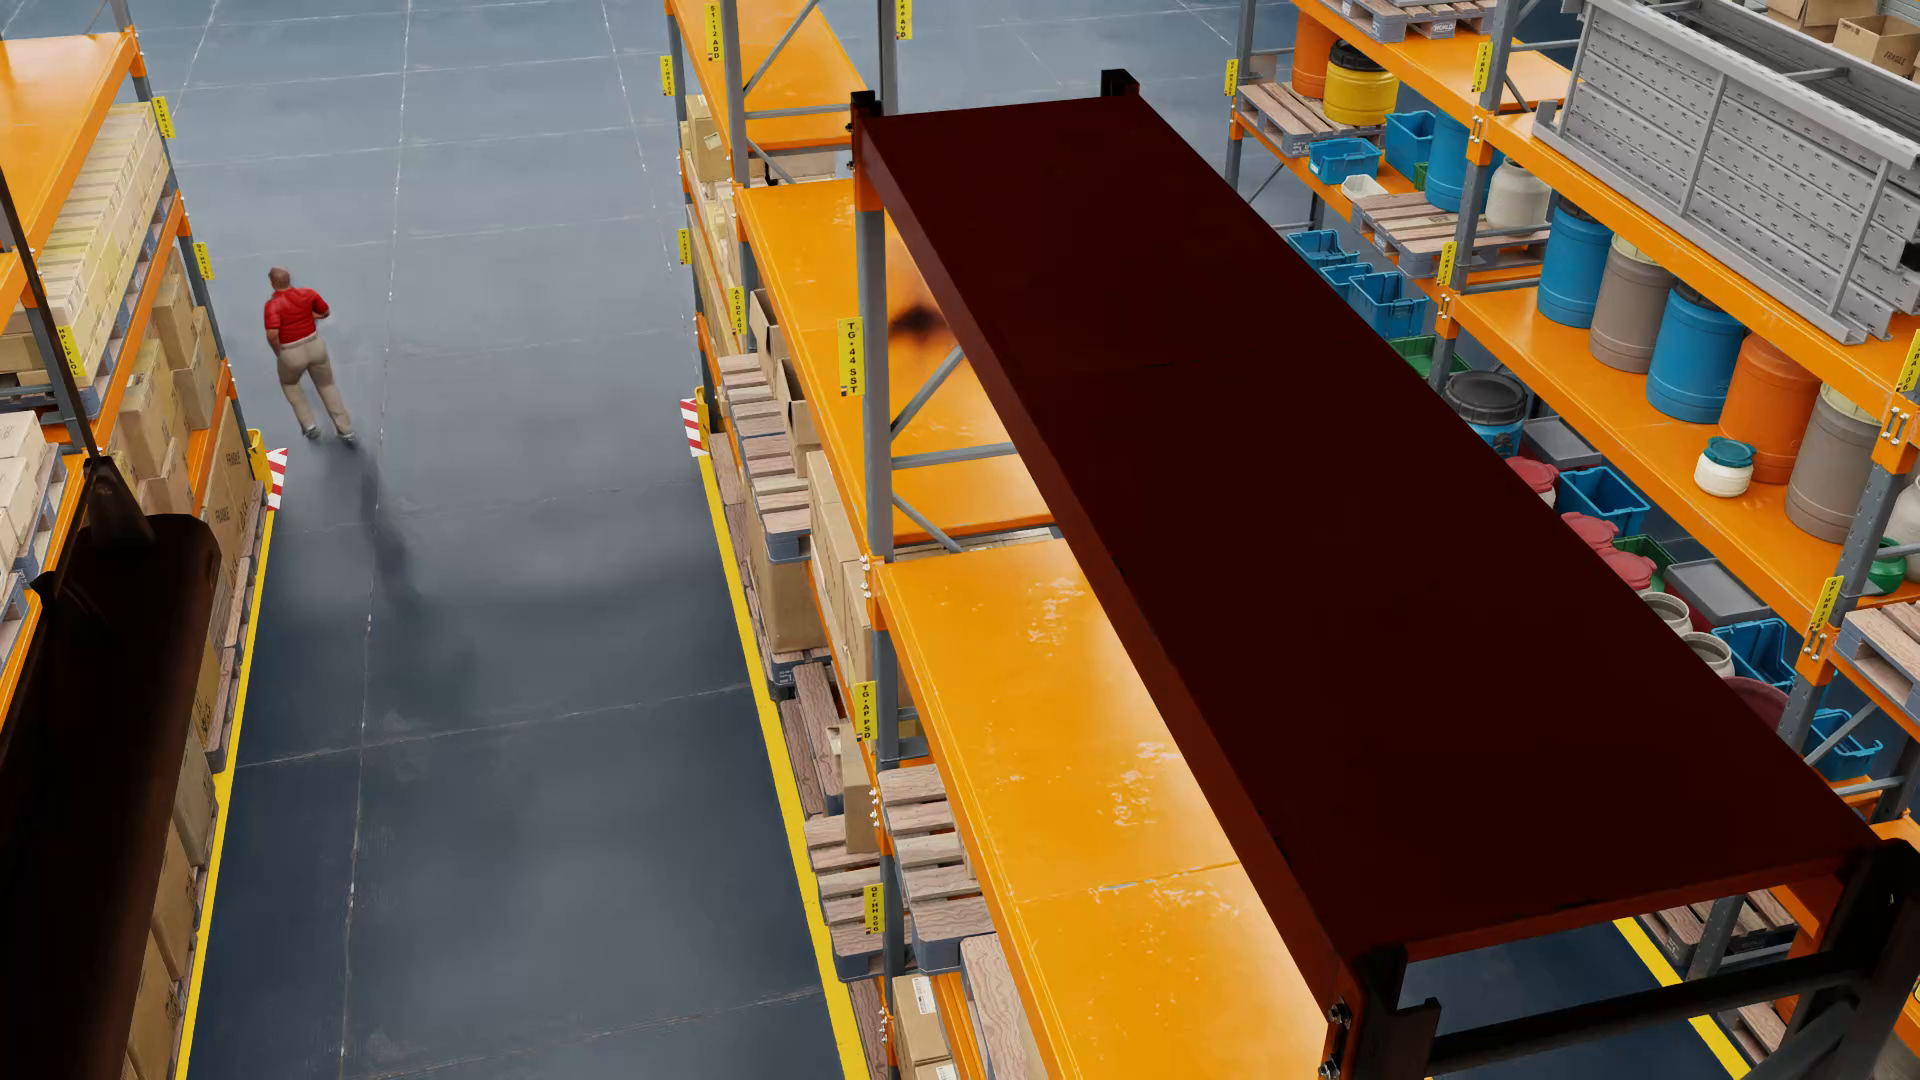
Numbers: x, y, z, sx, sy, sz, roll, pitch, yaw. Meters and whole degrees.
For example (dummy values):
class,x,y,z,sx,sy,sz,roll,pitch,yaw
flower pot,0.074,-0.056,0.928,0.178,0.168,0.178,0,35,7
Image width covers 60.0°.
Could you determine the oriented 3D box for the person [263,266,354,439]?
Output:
class,x,y,z,sx,sy,sz,roll,pitch,yaw
person,-5.921,-1.637,14.994,0.659,1.800,0.709,-27,43,-33
